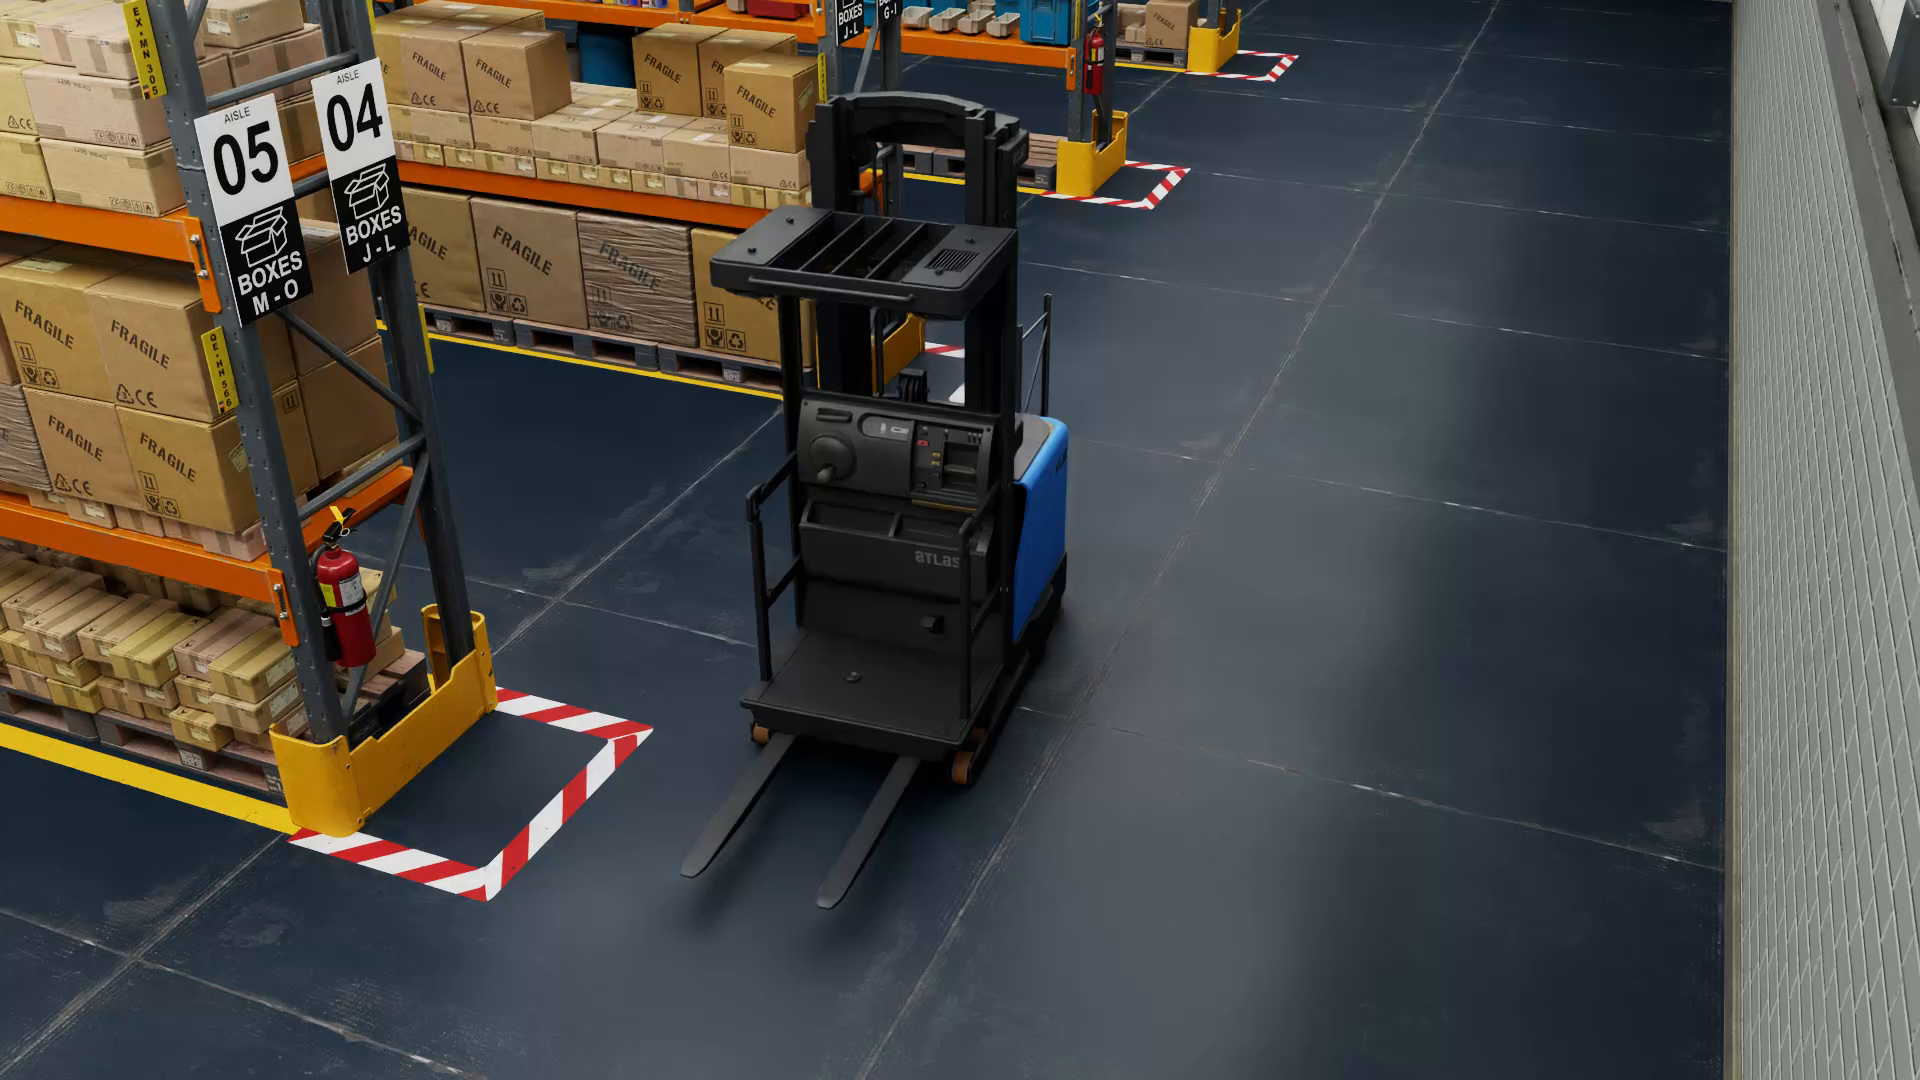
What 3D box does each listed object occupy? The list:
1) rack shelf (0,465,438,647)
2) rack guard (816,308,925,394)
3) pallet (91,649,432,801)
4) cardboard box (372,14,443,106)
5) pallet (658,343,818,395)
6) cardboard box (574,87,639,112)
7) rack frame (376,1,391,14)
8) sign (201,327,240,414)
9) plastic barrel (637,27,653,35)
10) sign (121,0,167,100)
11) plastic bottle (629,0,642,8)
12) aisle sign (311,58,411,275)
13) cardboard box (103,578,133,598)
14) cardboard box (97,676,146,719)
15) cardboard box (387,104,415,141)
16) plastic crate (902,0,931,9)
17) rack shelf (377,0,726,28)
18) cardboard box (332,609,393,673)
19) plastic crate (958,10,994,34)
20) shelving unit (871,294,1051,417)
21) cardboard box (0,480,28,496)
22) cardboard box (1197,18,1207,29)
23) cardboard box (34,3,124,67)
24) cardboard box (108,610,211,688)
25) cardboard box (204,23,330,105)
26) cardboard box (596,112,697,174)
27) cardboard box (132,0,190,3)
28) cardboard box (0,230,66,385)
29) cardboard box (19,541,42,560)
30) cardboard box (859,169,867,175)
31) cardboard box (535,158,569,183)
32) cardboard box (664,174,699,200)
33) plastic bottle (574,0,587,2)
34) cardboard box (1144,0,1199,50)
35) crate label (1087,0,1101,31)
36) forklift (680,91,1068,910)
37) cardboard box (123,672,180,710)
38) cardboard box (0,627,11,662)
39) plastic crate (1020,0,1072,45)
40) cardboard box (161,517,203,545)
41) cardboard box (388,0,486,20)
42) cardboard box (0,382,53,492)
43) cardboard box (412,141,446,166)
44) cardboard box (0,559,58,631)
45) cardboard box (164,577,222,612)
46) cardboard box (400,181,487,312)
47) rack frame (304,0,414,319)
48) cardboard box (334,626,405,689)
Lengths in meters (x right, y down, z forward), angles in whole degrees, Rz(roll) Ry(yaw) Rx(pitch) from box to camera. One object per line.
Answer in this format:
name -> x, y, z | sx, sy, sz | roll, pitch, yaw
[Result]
rack shelf -> -4.448, -0.311, 7.983 | 4.000, 0.370, 1.077 | 11, 31, 19
rack guard -> -0.614, -1.405, 11.727 | 0.348, 0.500, 1.175 | 11, 31, 19
pallet -> -3.405, 0.779, 8.157 | 1.213, 0.211, 1.003 | 11, 31, 19
cardboard box -> -3.995, -3.423, 11.845 | 0.500, 0.500, 0.500 | 11, 31, 19
pallet -> -1.407, -1.395, 12.004 | 1.213, 0.211, 1.003 | 11, 31, 19
cardboard box -> -2.413, -3.055, 11.957 | 0.500, 0.250, 0.500 | 11, 31, 18
rack frame -> -6.187, -6.236, 17.734 | 0.127, 3.000, 1.000 | 11, 31, 19
sign -> -2.822, -0.647, 6.348 | 0.005, 0.325, 0.100 | 11, 31, 19
plastic barrel -> -2.978, -4.873, 17.029 | 0.708, 0.901, 0.600 | 11, 31, 19
sign -> -2.822, -1.696, 5.754 | 0.005, 0.325, 0.100 | 11, 31, 19
plastic bottle -> -3.199, -5.392, 16.360 | 0.133, 0.283, 0.061 | 11, 31, 19
aisle sign -> -2.414, -1.509, 6.730 | 0.004, 0.787, 0.394 | 11, 31, 19
cardboard box -> -4.222, 0.245, 8.436 | 0.250, 0.149, 0.380 | 13, 32, 22
cardboard box -> -3.883, 0.672, 7.983 | 0.250, 0.149, 0.380 | 12, 31, 20
cardboard box -> -4.006, -3.095, 12.028 | 0.500, 0.250, 0.500 | 11, 31, 18
plastic crate -> -0.377, -5.204, 16.017 | 0.300, 0.233, 0.416 | 11, 31, 19
rack shelf -> -4.334, -5.552, 17.256 | 4.000, 0.370, 1.077 | 11, 31, 19
cardboard box -> -2.984, 0.460, 8.055 | 0.250, 0.149, 0.380 | 13, 32, 21
plastic crate -> 0.139, -4.795, 15.393 | 0.243, 0.136, 0.396 | 11, 31, 19
shelving unit -> -0.071, -0.667, 9.406 | 1.083, 1.500, 0.587 | 11, 31, 19
cardboard box -> -4.164, -0.355, 7.585 | 0.250, 0.149, 0.380 | 10, 31, 17
cardboard box -> 2.833, -6.198, 20.117 | 0.250, 0.149, 0.380 | 11, 31, 19
cardboard box -> -3.213, -1.894, 6.243 | 0.250, 0.149, 0.380 | 12, 32, 20
cardboard box -> -3.680, 0.500, 7.683 | 0.250, 0.149, 0.380 | 11, 31, 18
cardboard box -> -2.913, -1.914, 6.684 | 0.500, 0.250, 0.500 | 12, 32, 20
cardboard box -> -2.127, -2.718, 11.361 | 0.500, 0.250, 0.500 | 10, 31, 17
cardboard box -> -3.039, -2.105, 6.617 | 0.250, 0.149, 0.380 | 13, 32, 21
cardboard box -> -4.067, -1.020, 7.086 | 0.500, 0.500, 0.500 | 13, 32, 22
cardboard box -> -4.637, -0.040, 8.638 | 0.250, 0.149, 0.380 | 10, 31, 17
cardboard box -> -0.841, -2.604, 11.564 | 0.250, 0.149, 0.380 | 12, 32, 20
cardboard box -> -2.749, -2.634, 11.617 | 0.250, 0.149, 0.380 | 10, 31, 18
cardboard box -> -1.796, -2.445, 11.282 | 0.250, 0.149, 0.380 | 12, 32, 20
plastic bottle -> -3.773, -5.528, 16.608 | 0.135, 0.276, 0.152 | 11, 31, 19
cardboard box -> 2.495, -6.105, 19.596 | 0.500, 0.500, 0.500 | 11, 31, 19
crate label -> 1.121, -4.905, 15.488 | 0.303, 0.233, 0.416 | 11, 31, 19
forklift -> -0.364, -0.358, 7.405 | 1.130, 2.935, 3.031 | 9, 31, 16
cardboard box -> -3.673, 0.612, 7.788 | 0.250, 0.149, 0.380 | 10, 31, 17
cardboard box -> -4.654, 0.427, 8.113 | 0.250, 0.149, 0.380 | 12, 31, 20
plastic crate -> 0.845, -4.774, 15.051 | 0.499, 0.435, 0.616 | 11, 31, 19
cardboard box -> -3.219, -0.140, 7.204 | 0.250, 0.149, 0.380 | 11, 31, 19
cardboard box -> -3.816, -3.665, 12.273 | 0.500, 0.500, 0.500 | 12, 32, 21
cardboard box -> -4.057, -0.580, 7.324 | 0.500, 0.500, 0.500 | 11, 31, 19
cardboard box -> -3.706, -2.824, 11.954 | 0.250, 0.149, 0.380 | 12, 32, 21
cardboard box -> -4.621, 0.264, 8.101 | 0.250, 0.149, 0.380 | 11, 31, 19
cardboard box -> -3.699, 0.184, 8.242 | 0.250, 0.149, 0.380 | 10, 31, 17
cardboard box -> -3.761, -2.336, 12.568 | 0.875, 0.875, 0.875 | 11, 31, 19
rack frame -> -4.343, -3.237, 12.429 | 0.127, 3.000, 1.000 | 11, 31, 19
cardboard box -> -2.960, 0.561, 8.179 | 0.250, 0.149, 0.380 | 12, 32, 20
